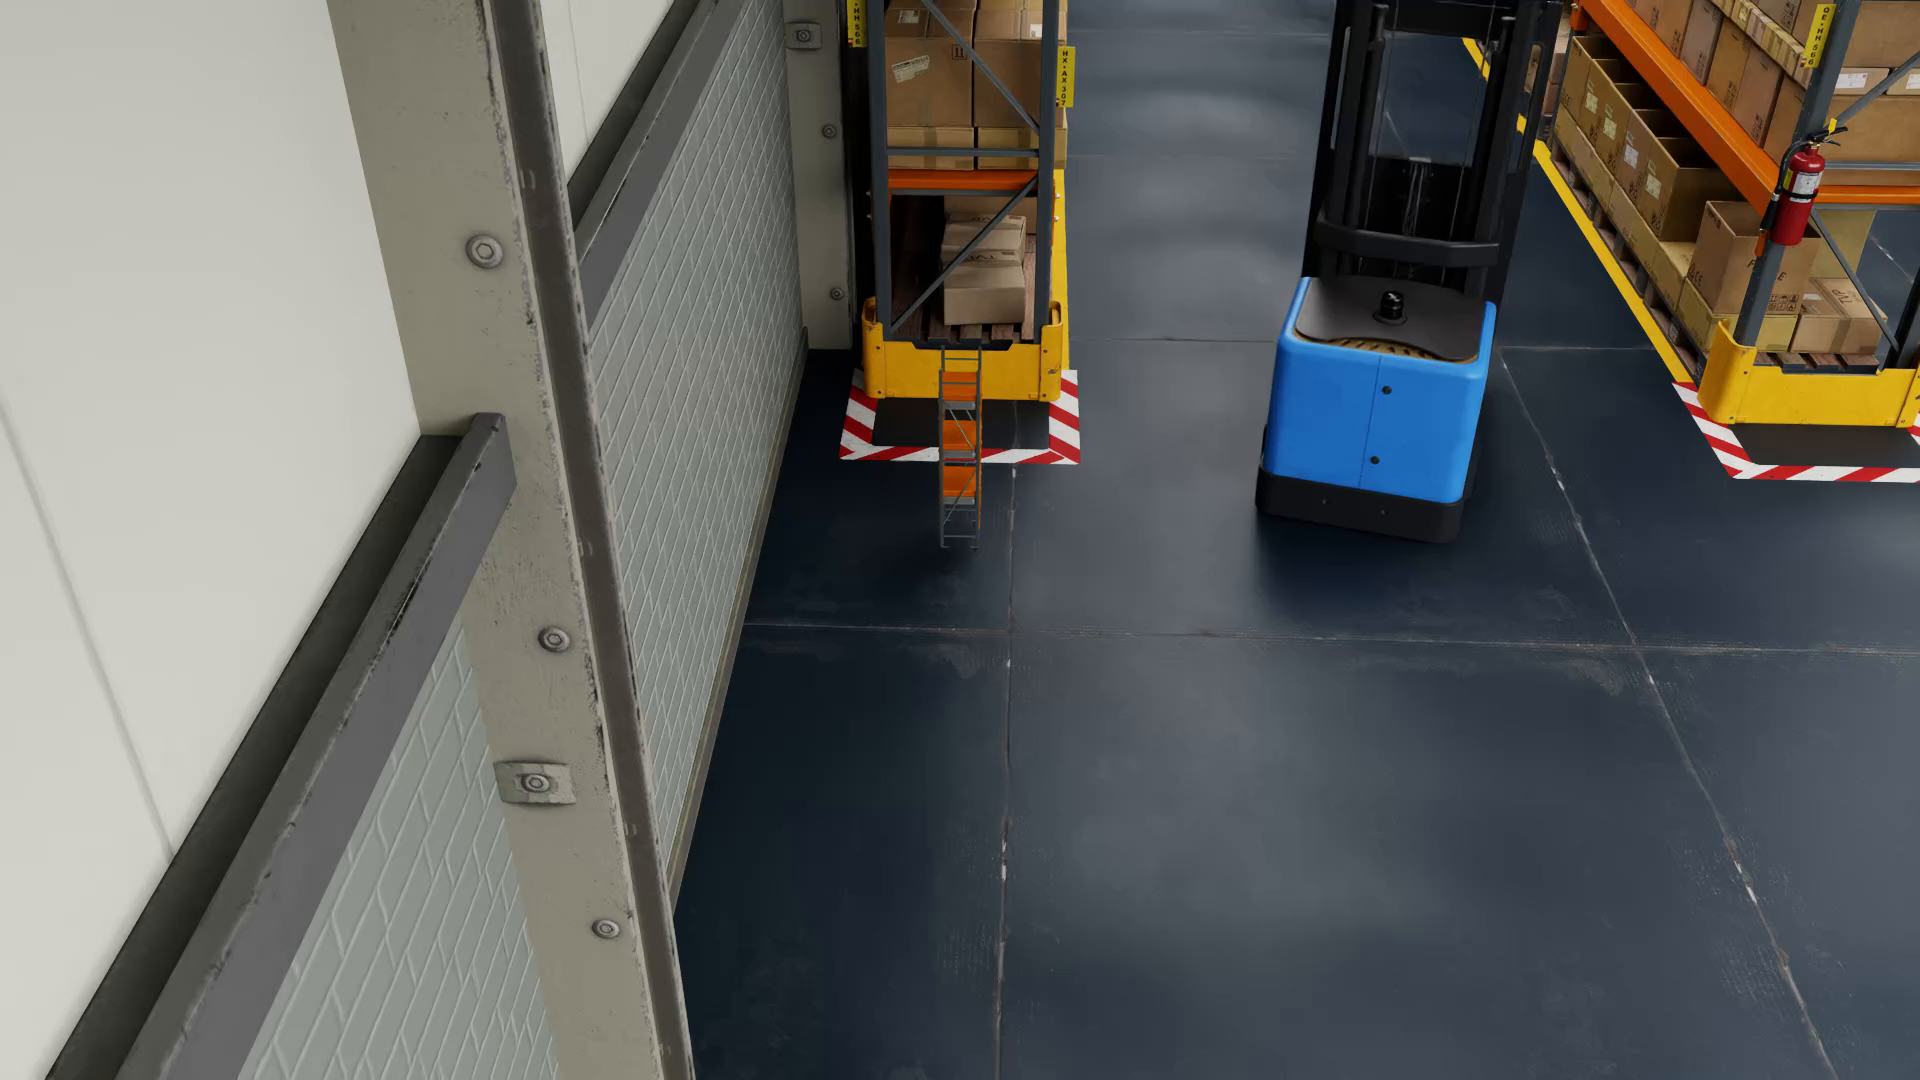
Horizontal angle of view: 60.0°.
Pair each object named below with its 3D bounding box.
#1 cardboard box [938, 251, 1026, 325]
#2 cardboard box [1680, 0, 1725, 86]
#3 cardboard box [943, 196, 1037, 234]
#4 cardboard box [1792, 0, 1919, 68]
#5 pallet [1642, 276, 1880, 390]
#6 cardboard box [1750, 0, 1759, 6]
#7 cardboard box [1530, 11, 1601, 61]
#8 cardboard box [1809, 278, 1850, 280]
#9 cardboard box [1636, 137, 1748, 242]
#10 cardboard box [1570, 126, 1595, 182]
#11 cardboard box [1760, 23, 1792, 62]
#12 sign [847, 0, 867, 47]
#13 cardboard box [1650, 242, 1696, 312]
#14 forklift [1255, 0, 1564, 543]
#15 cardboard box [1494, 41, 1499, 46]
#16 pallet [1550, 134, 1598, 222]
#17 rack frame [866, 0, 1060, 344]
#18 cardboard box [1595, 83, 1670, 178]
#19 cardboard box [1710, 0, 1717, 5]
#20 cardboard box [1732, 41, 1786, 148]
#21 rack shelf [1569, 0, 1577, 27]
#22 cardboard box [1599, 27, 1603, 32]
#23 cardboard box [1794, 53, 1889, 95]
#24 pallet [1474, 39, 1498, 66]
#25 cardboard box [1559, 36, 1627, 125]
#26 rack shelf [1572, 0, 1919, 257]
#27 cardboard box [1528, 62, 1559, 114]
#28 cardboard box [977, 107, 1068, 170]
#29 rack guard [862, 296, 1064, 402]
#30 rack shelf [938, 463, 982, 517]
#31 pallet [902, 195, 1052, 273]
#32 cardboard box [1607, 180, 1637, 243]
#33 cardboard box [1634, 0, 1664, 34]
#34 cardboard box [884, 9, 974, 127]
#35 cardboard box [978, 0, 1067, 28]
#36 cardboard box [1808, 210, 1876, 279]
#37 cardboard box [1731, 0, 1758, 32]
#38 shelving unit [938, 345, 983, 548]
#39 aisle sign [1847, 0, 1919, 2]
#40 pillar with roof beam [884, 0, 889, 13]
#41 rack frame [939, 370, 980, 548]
[{"bbox_3d":[0.132,-1.591,10.307,0.500,0.311,0.500,-2,35,-3],"label":"cardboard box"},{"bbox_3d":[5.055,-3.202,10.556,0.700,0.500,0.500,2,35,3],"label":"cardboard box"},{"bbox_3d":[0.234,-2.416,11.316,0.700,0.500,0.500,-1,35,-1],"label":"cardboard box"},{"bbox_3d":[4.998,-2.873,8.960,0.700,0.500,0.500,1,35,2],"label":"cardboard box"},{"bbox_3d":[4.953,-1.303,10.366,1.003,0.211,1.213,1,35,2],"label":"pallet"},{"bbox_3d":[5.033,-3.465,9.803,0.700,0.500,0.500,1,35,2],"label":"cardboard box"},{"bbox_3d":[4.869,-4.116,13.482,0.500,0.311,0.500,2,35,3],"label":"cardboard box"},{"bbox_3d":[5.224,-1.641,10.447,0.500,0.250,0.500,1,35,2],"label":"cardboard box"},{"bbox_3d":[4.714,-2.247,10.658,0.500,0.500,0.500,1,35,2],"label":"cardboard box"},{"bbox_3d":[4.778,-2.802,12.100,0.500,0.250,0.500,1,35,2],"label":"cardboard box"},{"bbox_3d":[4.808,-2.831,9.464,0.380,0.149,0.250,1,35,1],"label":"cardboard box"},{"bbox_3d":[-0.540,-2.743,8.708,0.100,0.325,0.005,1,35,2],"label":"sign"},{"bbox_3d":[4.698,-1.653,10.465,0.500,0.250,0.500,1,35,2],"label":"cardboard box"},{"bbox_3d":[2.511,-2.028,9.032,1.130,2.935,3.031,11,36,15],"label":"forklift"},{"bbox_3d":[4.916,-4.470,14.474,0.500,0.250,0.500,2,35,3],"label":"cardboard box"},{"bbox_3d":[5.051,-2.705,12.361,1.003,0.211,1.213,1,35,2],"label":"pallet"},{"bbox_3d":[0.014,-2.116,9.097,1.000,3.000,0.127,1,35,2],"label":"rack frame"},{"bbox_3d":[4.753,-2.821,11.476,0.500,0.500,0.500,1,35,2],"label":"cardboard box"},{"bbox_3d":[4.849,-3.425,10.309,0.380,0.149,0.250,1,35,1],"label":"cardboard box"},{"bbox_3d":[5.012,-2.614,9.720,0.700,0.500,0.500,2,35,3],"label":"cardboard box"},{"bbox_3d":[5.205,-5.156,14.049,1.077,0.370,4.000,1,35,2],"label":"rack shelf"},{"bbox_3d":[5.416,-4.097,13.455,0.500,0.311,0.500,1,35,1],"label":"cardboard box"},{"bbox_3d":[4.789,-2.534,9.041,0.380,0.149,0.250,1,35,1],"label":"cardboard box"},{"bbox_3d":[5.162,-4.288,14.613,1.003,0.211,1.213,1,35,2],"label":"pallet"},{"bbox_3d":[4.793,-3.396,12.293,0.500,0.500,0.500,1,35,2],"label":"cardboard box"},{"bbox_3d":[5.044,-2.858,10.780,1.077,0.370,4.000,1,35,2],"label":"rack shelf"},{"bbox_3d":[4.852,-3.593,13.226,0.500,0.250,0.500,1,35,1],"label":"cardboard box"},{"bbox_3d":[0.351,-2.336,9.523,0.500,0.250,0.500,0,35,1],"label":"cardboard box"},{"bbox_3d":[0.017,-1.137,9.878,1.175,0.500,0.348,1,35,2],"label":"rack guard"},{"bbox_3d":[0.002,-0.224,8.603,0.215,0.259,0.240,1,35,2],"label":"rack shelf"},{"bbox_3d":[0.137,-2.184,11.619,1.003,0.211,1.213,1,35,2],"label":"pallet"},{"bbox_3d":[4.739,-2.227,11.282,0.500,0.250,0.500,1,35,2],"label":"cardboard box"},{"bbox_3d":[5.098,-3.784,11.385,0.700,0.500,0.500,1,35,1],"label":"cardboard box"},{"bbox_3d":[-0.179,-2.645,9.311,0.500,0.500,0.500,1,35,1],"label":"cardboard box"},{"bbox_3d":[0.364,-2.920,9.703,0.500,0.500,0.500,1,35,2],"label":"cardboard box"},{"bbox_3d":[5.226,-1.947,10.232,0.500,0.500,0.500,1,35,2],"label":"cardboard box"},{"bbox_3d":[4.831,-3.126,9.884,0.380,0.149,0.250,2,35,3],"label":"cardboard box"},{"bbox_3d":[0.002,-0.460,8.438,0.215,1.050,0.252,1,35,2],"label":"shelving unit"},{"bbox_3d":[4.668,-3.036,8.146,0.394,0.787,0.004,1,35,2],"label":"aisle sign"},{"bbox_3d":[3.721,-8.340,12.737,9.100,9.000,0.400,1,35,2],"label":"pillar with roof beam"},{"bbox_3d":[-0.003,-0.390,8.338,0.200,1.050,0.008,1,35,2],"label":"rack frame"}]
